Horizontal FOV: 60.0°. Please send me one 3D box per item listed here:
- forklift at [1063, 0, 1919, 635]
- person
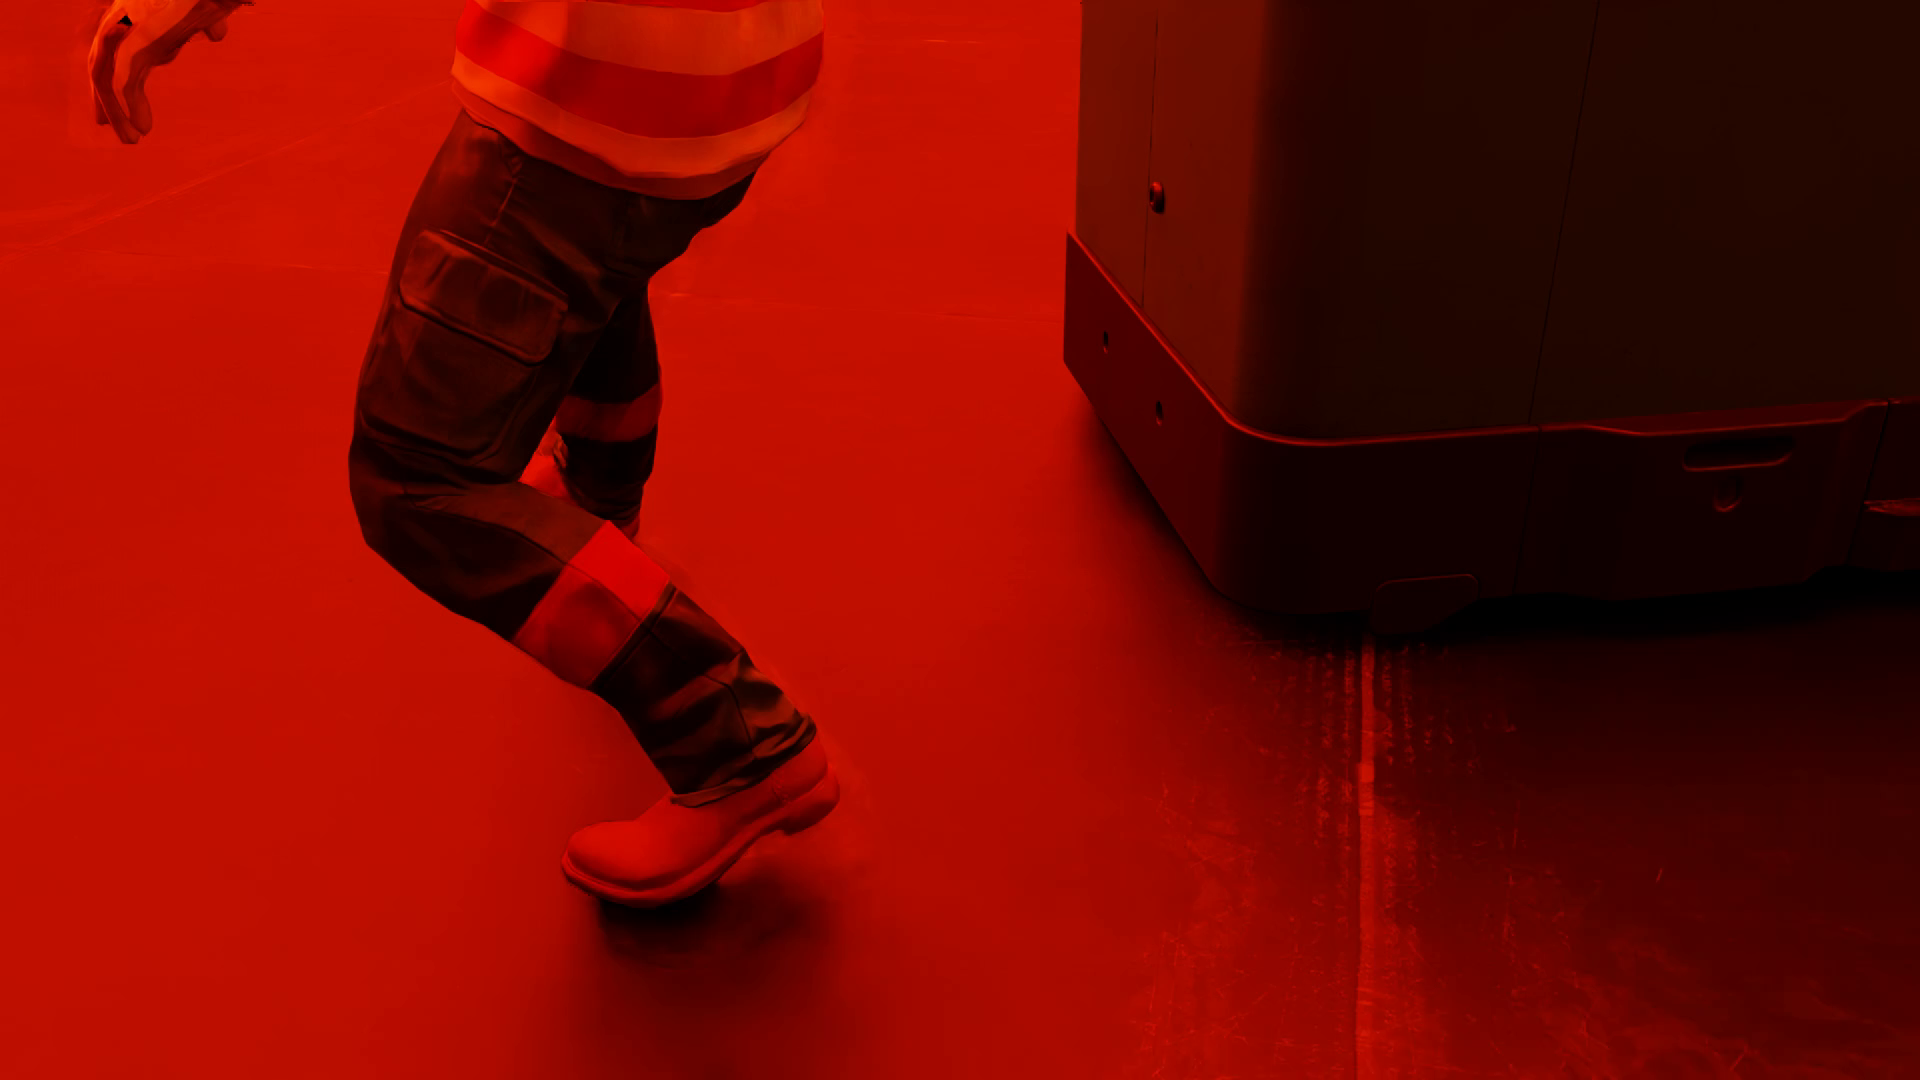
[{"bbox_3d":[1.752,-1.493,2.206,3.031,2.935,1.130,-5,27,-9],"label":"forklift"},{"bbox_3d":[-0.476,-0.537,1.774,0.918,1.628,0.932,10,28,19],"label":"person"}]
